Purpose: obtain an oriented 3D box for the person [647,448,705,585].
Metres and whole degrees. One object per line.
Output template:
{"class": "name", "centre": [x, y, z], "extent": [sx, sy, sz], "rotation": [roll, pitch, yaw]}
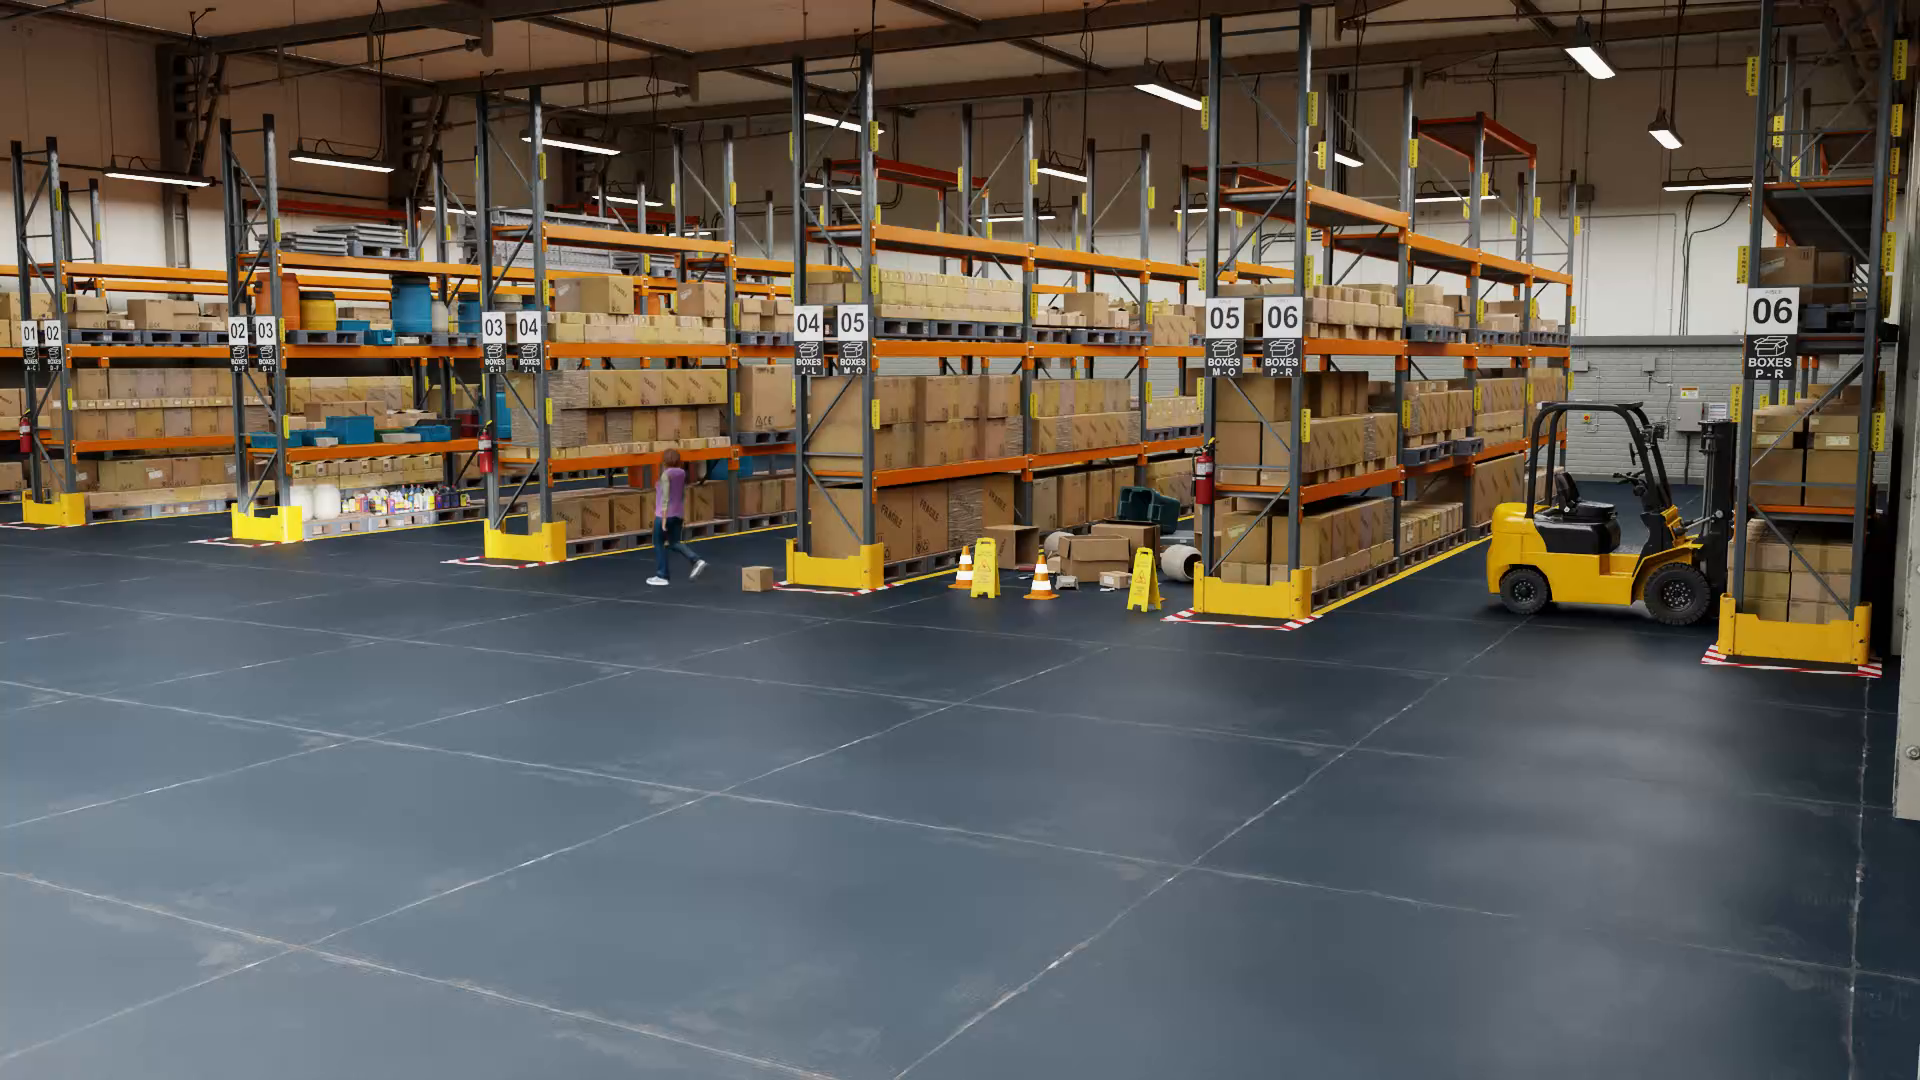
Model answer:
{"class": "person", "centre": [-3.243, -0.263, 18.901], "extent": [0.719, 1.566, 0.416], "rotation": [4, 7, 30]}
